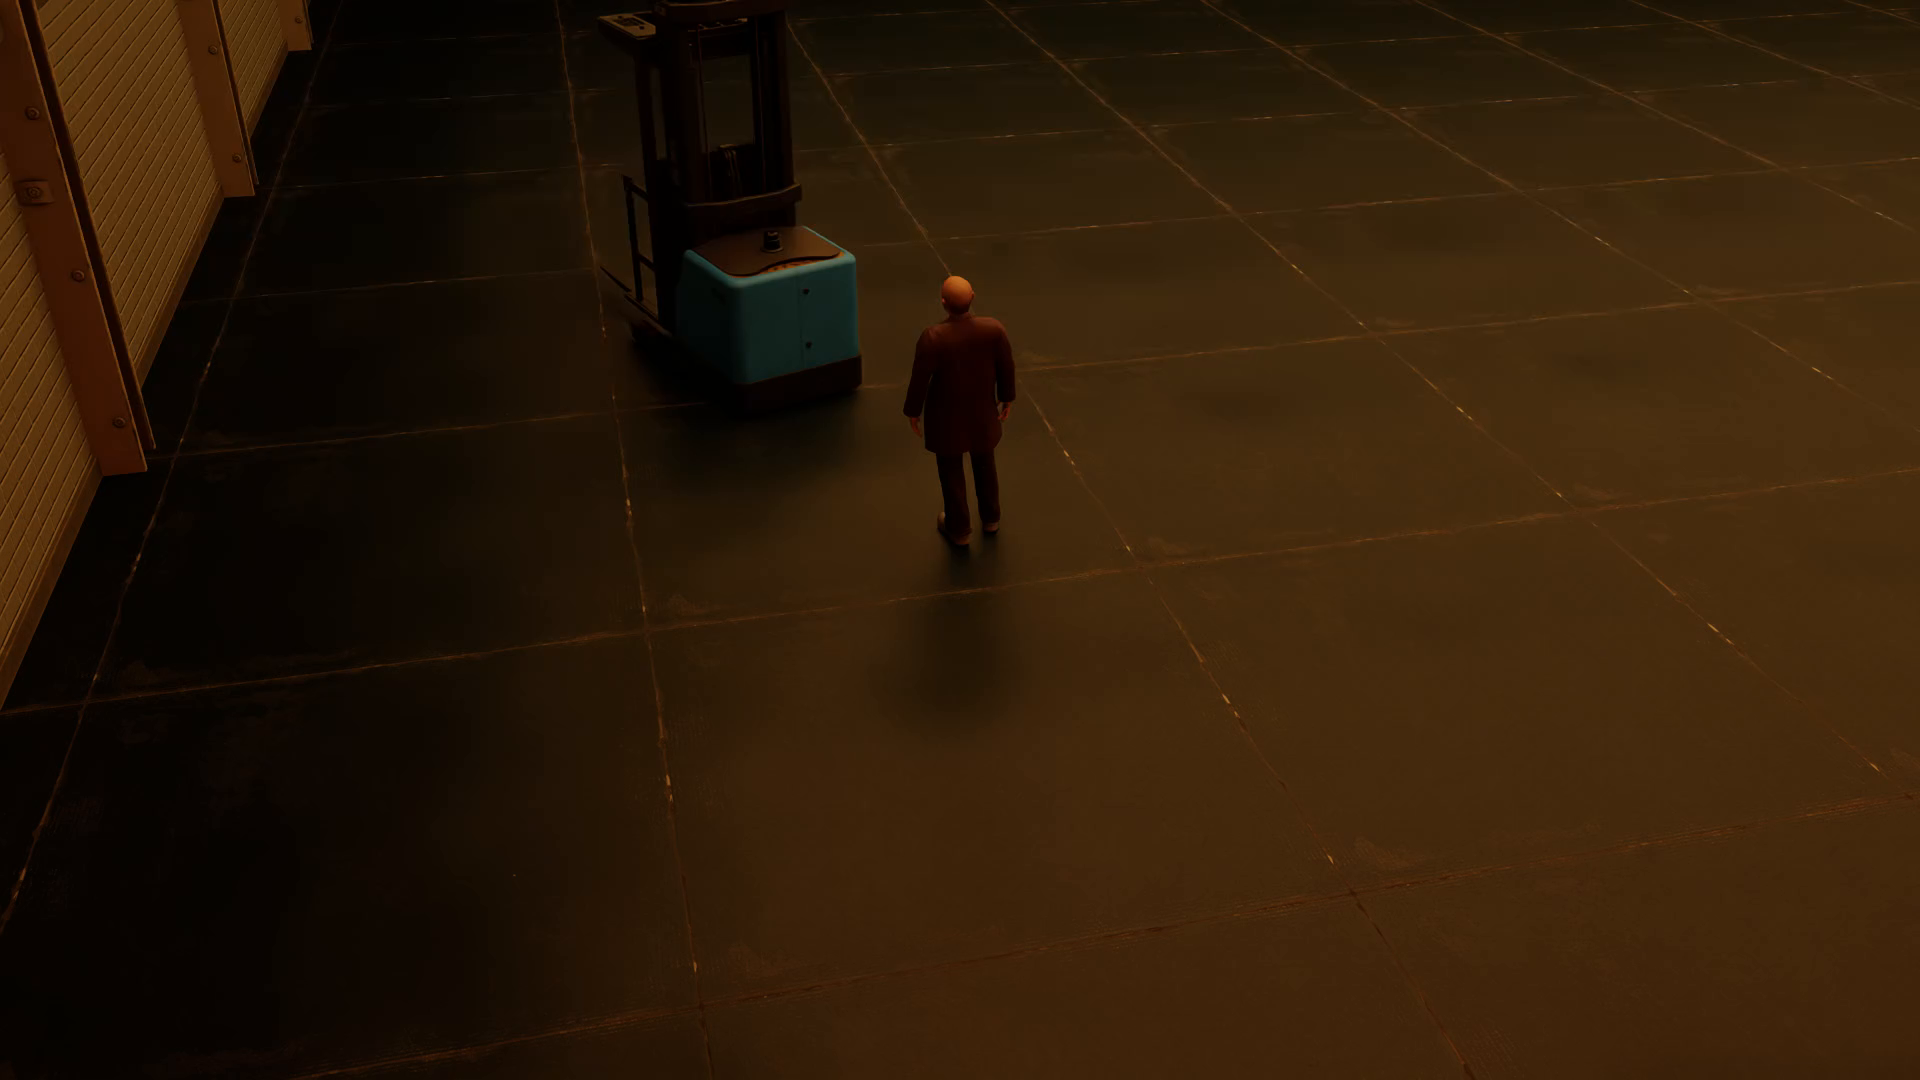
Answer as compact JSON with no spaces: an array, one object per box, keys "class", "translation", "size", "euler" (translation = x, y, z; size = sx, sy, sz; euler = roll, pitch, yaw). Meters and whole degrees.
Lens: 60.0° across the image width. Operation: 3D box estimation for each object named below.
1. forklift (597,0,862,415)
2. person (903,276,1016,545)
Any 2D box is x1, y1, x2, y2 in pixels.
[{"class":"forklift","translation":[-1.948,-2.861,12.516],"size":[1.130,2.935,3.031],"euler":[-18,35,-28]},{"class":"person","translation":[-0.018,-0.820,10.129],"size":[0.696,1.777,0.579],"euler":[-7,31,-12]}]
